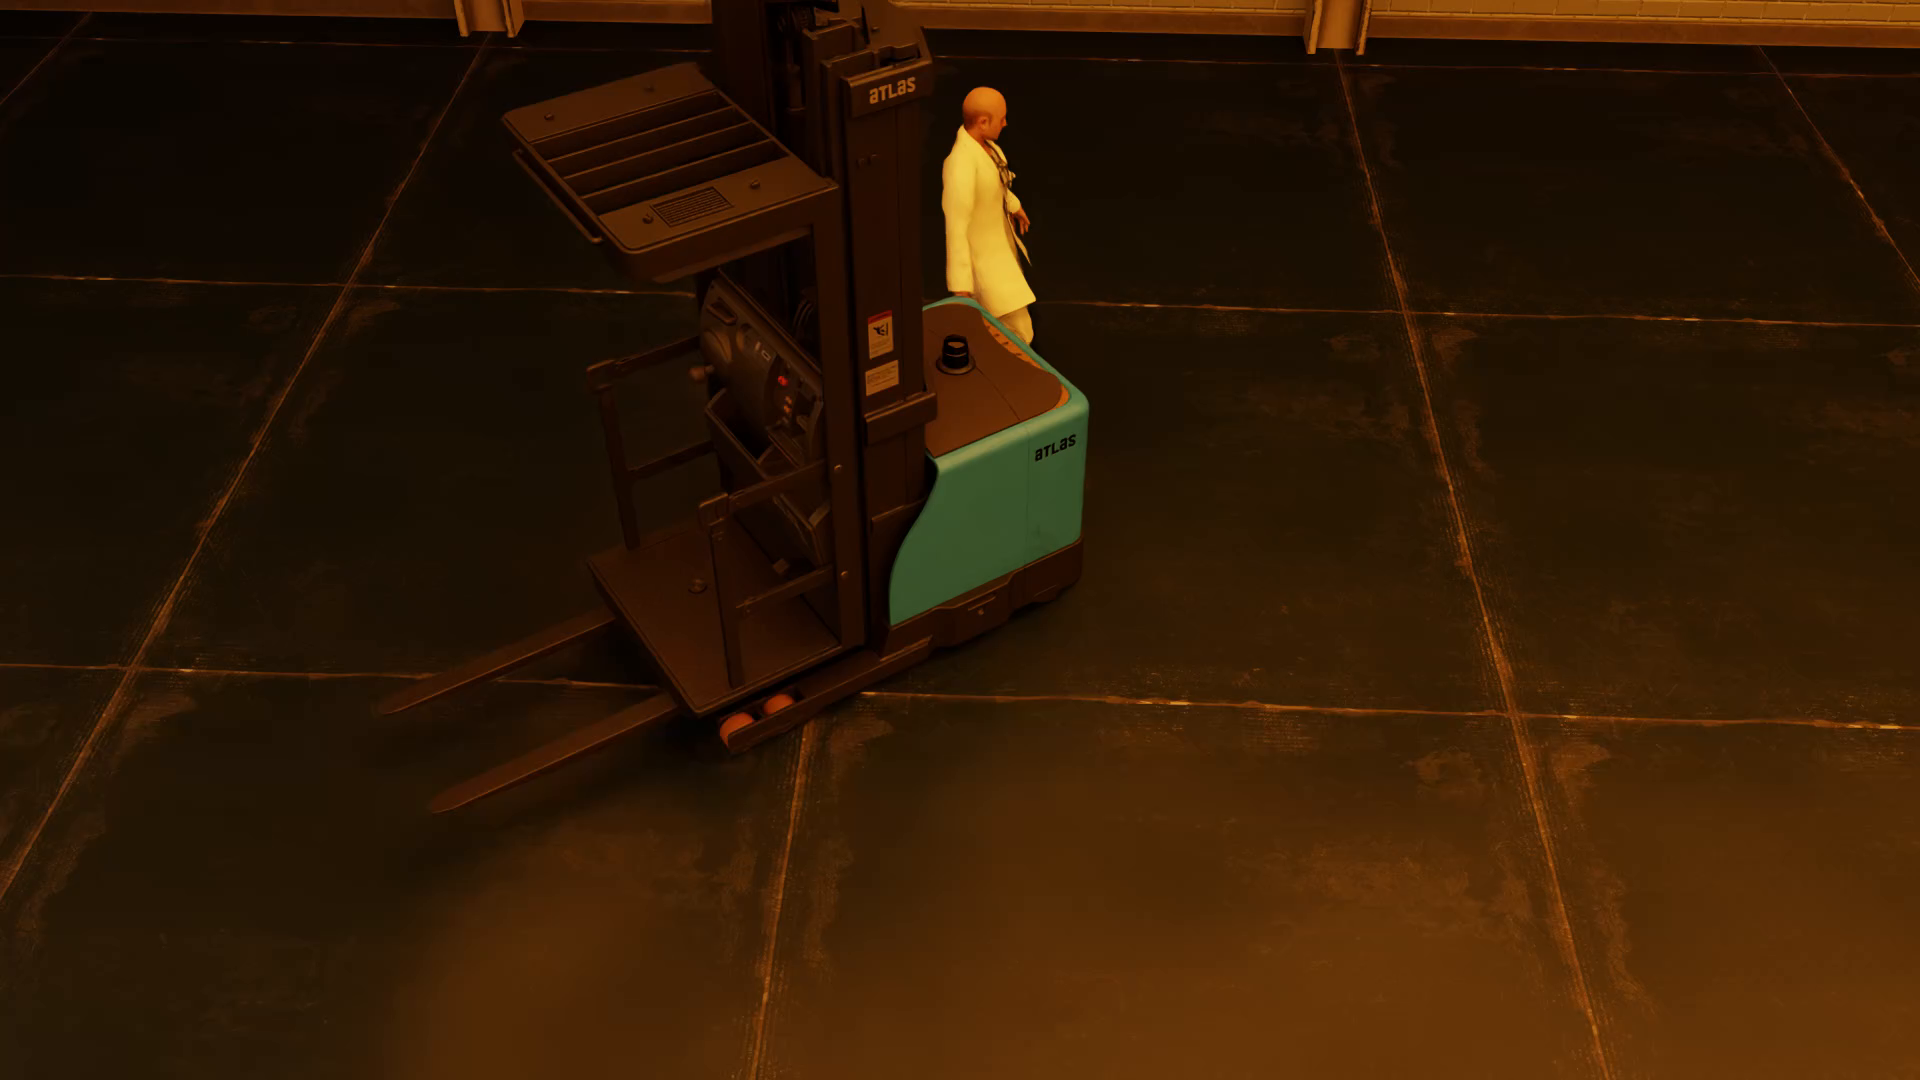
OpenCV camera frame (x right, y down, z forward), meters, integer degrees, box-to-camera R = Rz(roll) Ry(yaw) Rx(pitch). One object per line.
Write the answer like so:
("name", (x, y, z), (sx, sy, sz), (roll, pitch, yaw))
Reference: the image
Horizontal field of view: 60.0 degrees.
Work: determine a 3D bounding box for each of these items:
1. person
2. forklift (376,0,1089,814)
("person", (0.121, -1.450, 8.252), (0.596, 1.631, 0.963), (7, 43, 8))
("forklift", (-0.953, -0.606, 6.406), (3.031, 2.935, 1.130), (-24, 48, -24))
